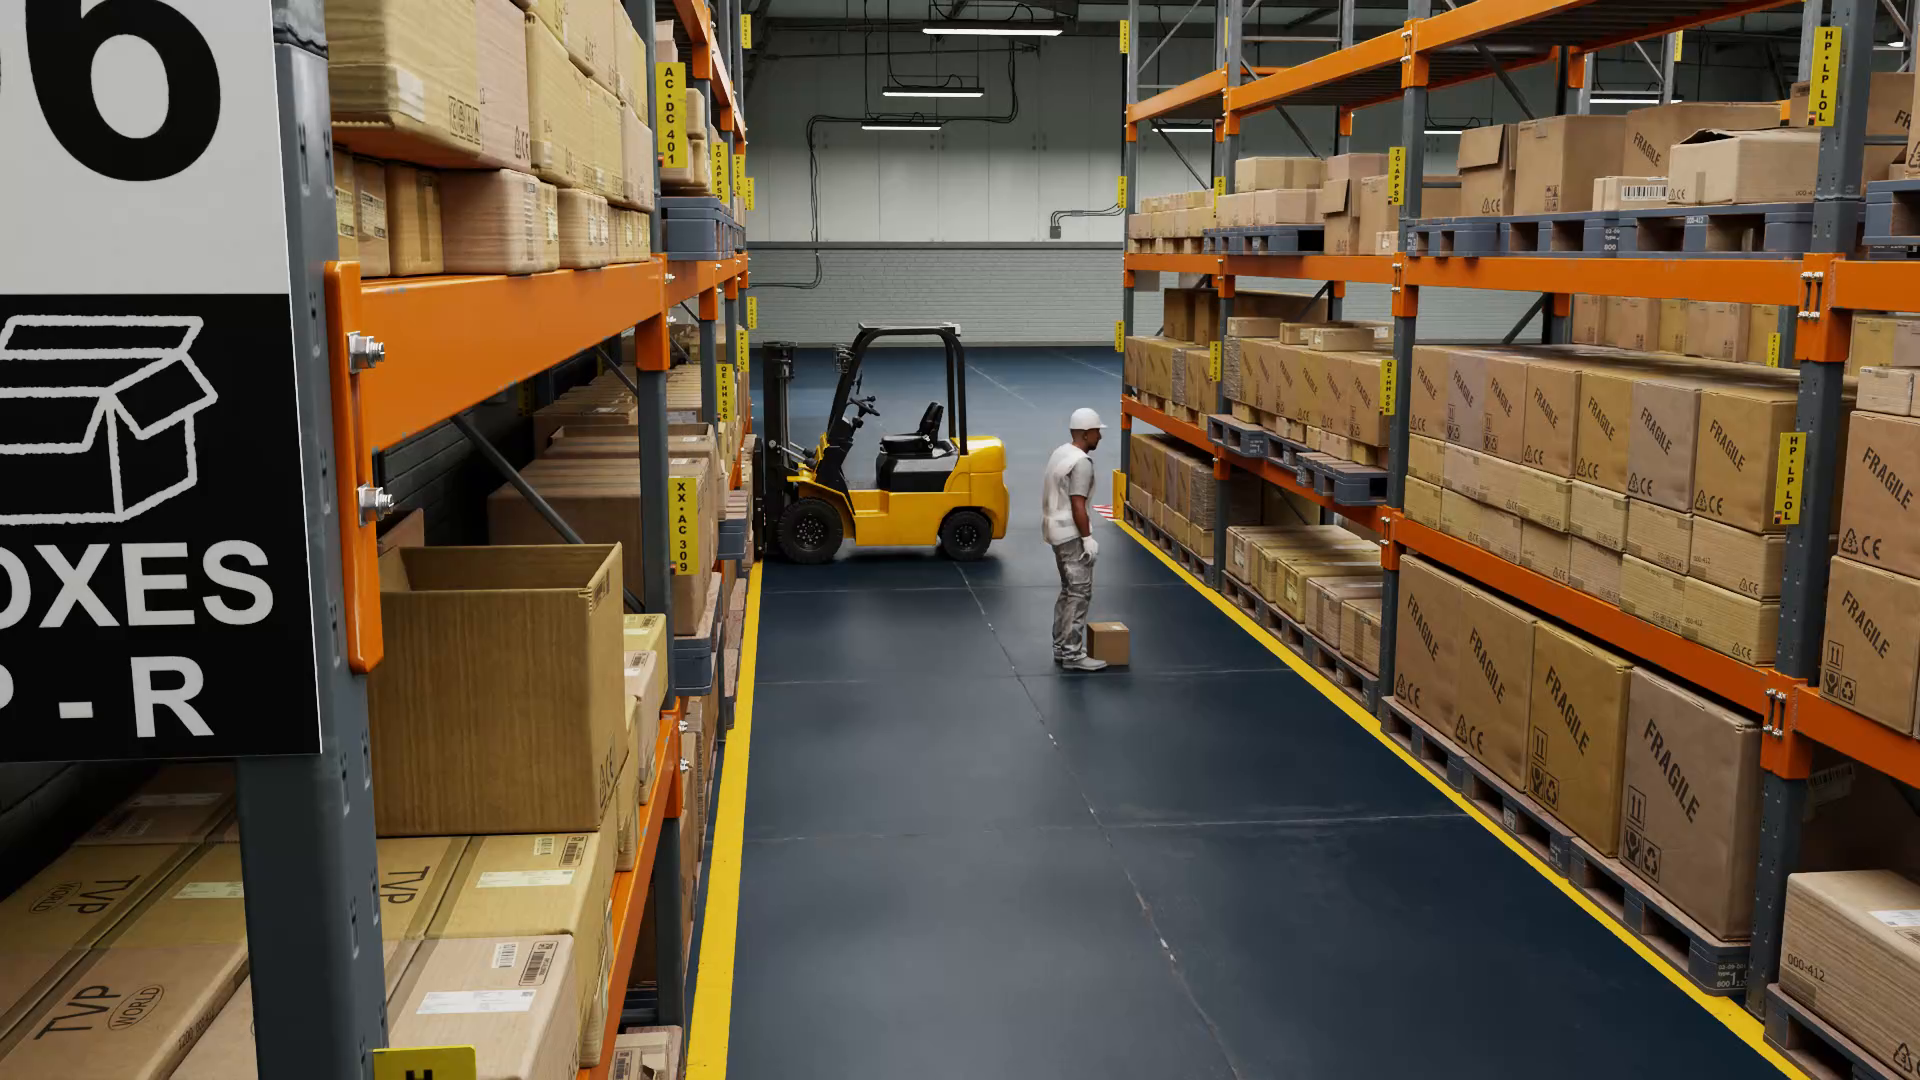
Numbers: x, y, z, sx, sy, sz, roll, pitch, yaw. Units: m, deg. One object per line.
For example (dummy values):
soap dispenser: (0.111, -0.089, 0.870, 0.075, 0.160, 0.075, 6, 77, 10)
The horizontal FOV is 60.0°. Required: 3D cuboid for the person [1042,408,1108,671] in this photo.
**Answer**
person: (0.799, -0.020, 11.479, 0.445, 1.775, 0.629, -2, 10, -9)
